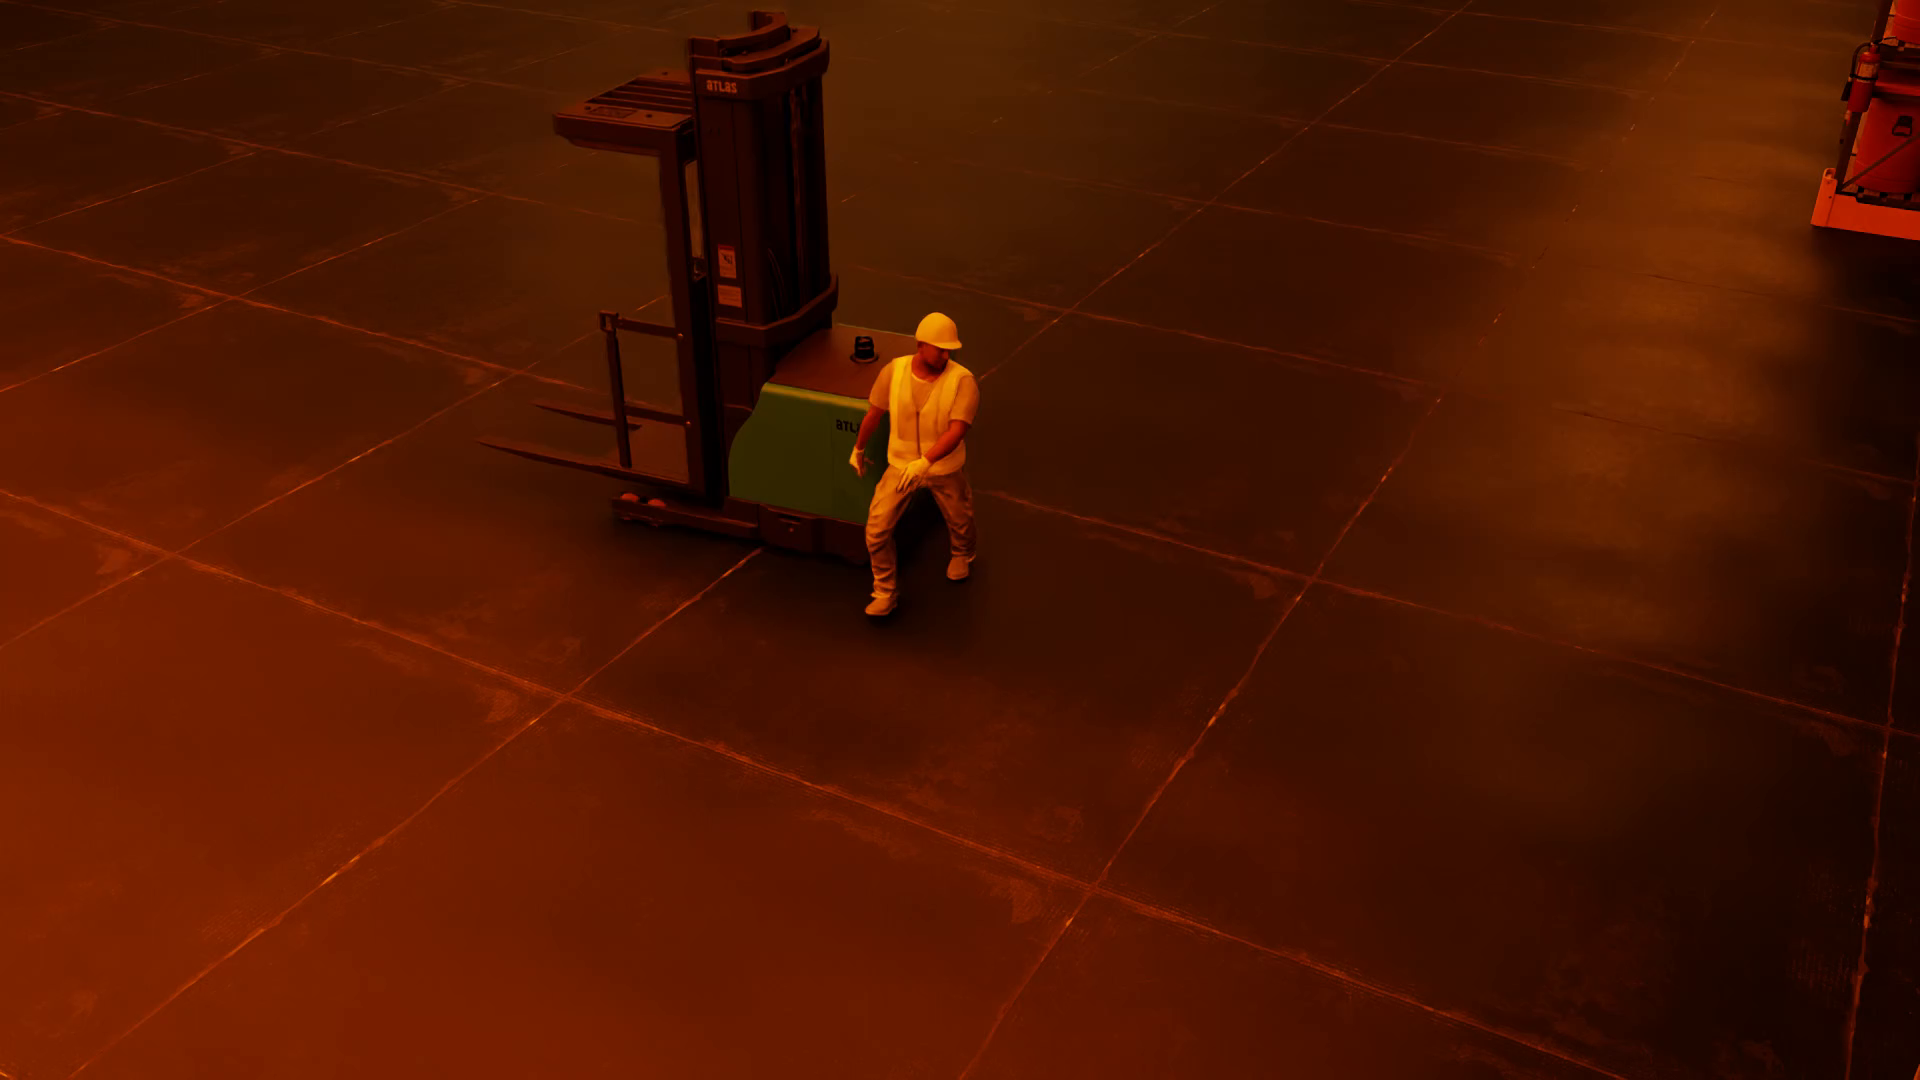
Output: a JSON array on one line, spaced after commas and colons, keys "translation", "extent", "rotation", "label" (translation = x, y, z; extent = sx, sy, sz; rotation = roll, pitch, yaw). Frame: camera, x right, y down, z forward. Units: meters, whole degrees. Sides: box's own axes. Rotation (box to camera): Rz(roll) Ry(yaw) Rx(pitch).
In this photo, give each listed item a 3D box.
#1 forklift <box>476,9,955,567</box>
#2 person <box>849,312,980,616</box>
[{"translation": [-1.584, -1.581, 9.810], "extent": [3.031, 2.935, 1.130], "rotation": [12, 32, 19], "label": "forklift"}, {"translation": [-0.258, -0.420, 9.061], "extent": [0.729, 1.699, 0.814], "rotation": [4, 30, 6], "label": "person"}]
